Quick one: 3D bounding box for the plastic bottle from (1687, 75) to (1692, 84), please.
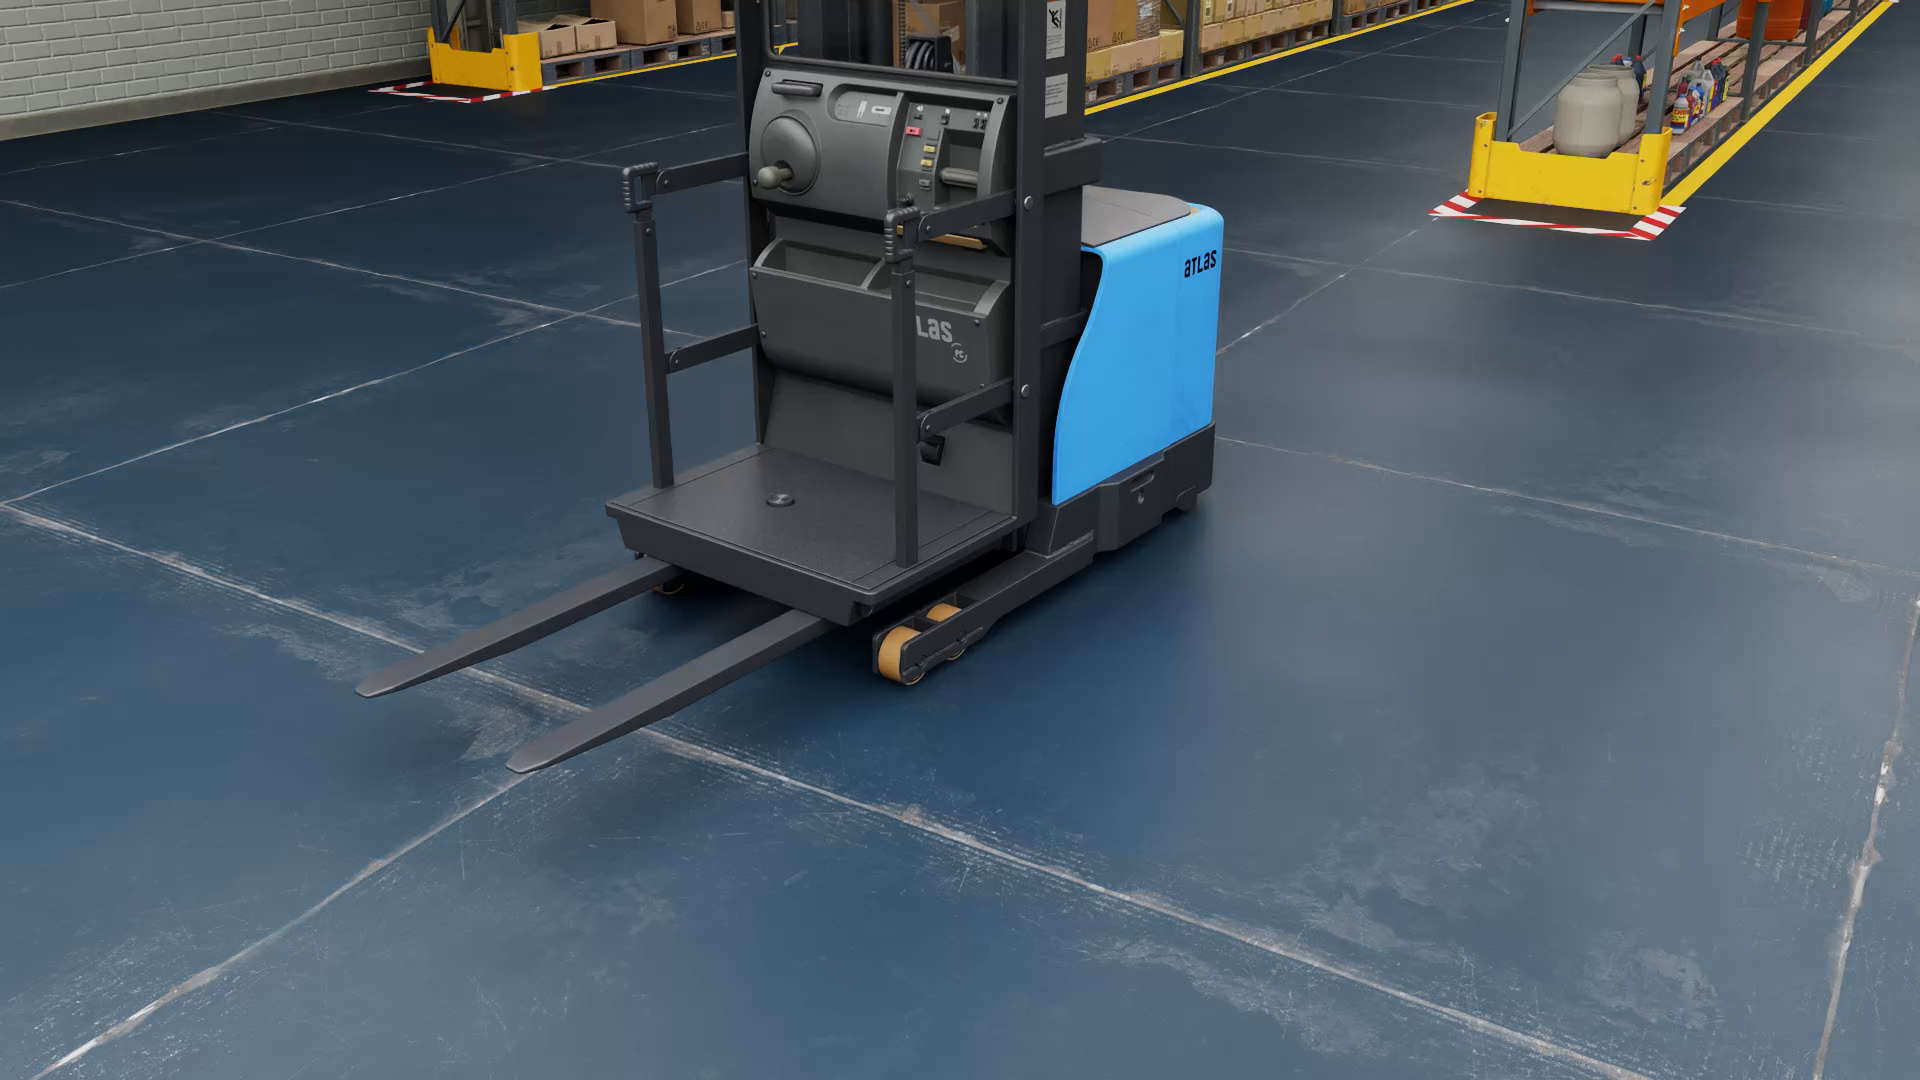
[{"bbox_3d":[5.574,-3.423,12.747,0.061,0.283,0.133,14,27,29],"label":"plastic bottle"}]

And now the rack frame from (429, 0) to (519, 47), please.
[{"bbox_3d":[-4.486,-5.632,14.985,1.000,3.000,0.127,14,27,29],"label":"rack frame"}]

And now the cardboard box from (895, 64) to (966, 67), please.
[{"bbox_3d":[-0.244,-3.769,13.614,0.500,0.250,0.500,14,27,29],"label":"cardboard box"}]

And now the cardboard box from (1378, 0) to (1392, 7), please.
[{"bbox_3d":[4.968,-6.790,20.252,0.500,0.500,0.500,13,27,28],"label":"cardboard box"}]

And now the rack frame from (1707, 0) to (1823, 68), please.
[{"bbox_3d":[8.151,-6.256,16.426,1.000,3.000,0.127,14,27,29],"label":"rack frame"}]

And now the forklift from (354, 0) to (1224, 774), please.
[{"bbox_3d":[-0.380,-1.149,4.714,1.130,2.935,3.031,17,29,34],"label":"forklift"}]

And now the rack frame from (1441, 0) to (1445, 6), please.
[{"bbox_3d":[6.054,-8.646,21.946,1.000,3.000,0.127,14,27,29],"label":"rack frame"}]

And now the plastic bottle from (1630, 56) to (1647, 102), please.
[{"bbox_3d":[5.385,-3.677,13.249,0.144,0.351,0.185,14,27,29],"label":"plastic bottle"}]

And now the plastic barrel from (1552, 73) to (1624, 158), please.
[{"bbox_3d":[4.213,-2.846,11.150,0.421,0.512,0.421,0,23,0],"label":"plastic barrel"}]

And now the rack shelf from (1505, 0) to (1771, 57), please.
[{"bbox_3d":[4.986,-3.901,11.892,1.077,0.370,4.000,14,27,29],"label":"rack shelf"}]

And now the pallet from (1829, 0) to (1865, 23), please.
[{"bbox_3d":[10.616,-6.583,20.691,1.003,0.211,1.213,14,27,29],"label":"pallet"}]

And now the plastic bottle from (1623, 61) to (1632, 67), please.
[{"bbox_3d":[5.353,-3.728,13.460,0.152,0.276,0.135,15,28,31],"label":"plastic bottle"}]

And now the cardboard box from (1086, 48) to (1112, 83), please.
[{"bbox_3d":[0.989,-4.167,14.532,0.500,0.250,0.500,14,27,29],"label":"cardboard box"}]

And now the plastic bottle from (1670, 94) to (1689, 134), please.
[{"bbox_3d":[5.152,-3.053,11.907,0.097,0.271,0.097,0,23,0],"label":"plastic bottle"}]

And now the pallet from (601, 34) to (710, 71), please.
[{"bbox_3d":[-3.343,-5.055,17.162,1.003,0.211,1.213,14,27,29],"label":"pallet"}]

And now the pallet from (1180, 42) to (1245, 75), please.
[{"bbox_3d":[2.190,-4.923,16.856,1.003,0.211,1.213,14,27,29],"label":"pallet"}]

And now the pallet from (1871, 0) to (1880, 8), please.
[{"bbox_3d":[11.903,-7.407,22.593,1.003,0.211,1.213,14,27,29],"label":"pallet"}]

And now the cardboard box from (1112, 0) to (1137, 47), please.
[{"bbox_3d":[1.241,-4.683,14.779,0.500,0.500,0.500,14,27,29],"label":"cardboard box"}]

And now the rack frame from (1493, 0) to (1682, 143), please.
[{"bbox_3d":[3.931,-3.556,10.189,1.000,3.000,0.127,14,27,29],"label":"rack frame"}]

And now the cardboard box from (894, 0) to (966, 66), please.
[{"bbox_3d":[-0.245,-4.114,13.466,0.500,0.500,0.500,14,27,29],"label":"cardboard box"}]

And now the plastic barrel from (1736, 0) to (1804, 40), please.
[{"bbox_3d":[8.394,-5.622,17.164,0.600,0.830,0.708,14,27,29],"label":"plastic barrel"}]

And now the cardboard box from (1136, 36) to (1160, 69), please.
[{"bbox_3d":[1.503,-4.508,15.319,0.500,0.250,0.500,14,27,29],"label":"cardboard box"}]

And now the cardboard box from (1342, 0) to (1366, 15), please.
[{"bbox_3d":[4.427,-6.444,19.453,0.500,0.500,0.500,15,28,31],"label":"cardboard box"}]

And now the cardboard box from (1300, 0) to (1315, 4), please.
[{"bbox_3d":[3.609,-6.079,18.243,0.500,0.311,0.500,13,27,28],"label":"cardboard box"}]

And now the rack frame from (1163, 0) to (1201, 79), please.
[{"bbox_3d":[1.834,-5.946,15.709,1.000,3.000,0.127,14,27,29],"label":"rack frame"}]

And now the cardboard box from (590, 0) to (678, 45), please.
[{"bbox_3d":[-3.314,-5.331,16.882,0.700,0.500,0.500,12,26,26],"label":"cardboard box"}]

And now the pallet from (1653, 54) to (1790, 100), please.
[{"bbox_3d":[7.065,-4.313,15.448,1.003,0.211,1.213,14,27,29],"label":"pallet"}]

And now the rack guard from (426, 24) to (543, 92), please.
[{"bbox_3d":[-4.446,-4.511,15.541,1.175,0.500,0.348,14,27,29],"label":"rack guard"}]

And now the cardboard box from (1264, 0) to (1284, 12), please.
[{"bbox_3d":[3.074,-5.740,17.461,0.500,0.311,0.500,15,27,30],"label":"cardboard box"}]

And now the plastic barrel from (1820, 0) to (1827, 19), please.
[{"bbox_3d":[9.586,-6.417,18.911,0.600,0.901,0.708,14,27,29],"label":"plastic barrel"}]

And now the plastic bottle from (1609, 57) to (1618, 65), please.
[{"bbox_3d":[5.163,-3.643,13.171,0.144,0.351,0.185,13,26,27],"label":"plastic bottle"}]

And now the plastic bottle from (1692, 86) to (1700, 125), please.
[{"bbox_3d":[5.385,-3.202,12.252,0.097,0.271,0.097,0,23,0],"label":"plastic bottle"}]

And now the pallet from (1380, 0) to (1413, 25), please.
[{"bbox_3d":[5.015,-6.670,20.892,1.003,0.211,1.213,14,27,29],"label":"pallet"}]

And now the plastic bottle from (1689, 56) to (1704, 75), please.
[{"bbox_3d":[5.823,-3.645,13.175,0.144,0.351,0.185,14,27,29],"label":"plastic bottle"}]

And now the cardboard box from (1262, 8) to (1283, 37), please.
[{"bbox_3d":[3.068,-5.480,17.565,0.500,0.250,0.500,14,27,30],"label":"cardboard box"}]

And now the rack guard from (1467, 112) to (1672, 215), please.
[{"bbox_3d":[3.931,-2.445,10.768,1.175,0.500,0.348,14,27,29],"label":"rack guard"}]

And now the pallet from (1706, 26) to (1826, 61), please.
[{"bbox_3d":[8.531,-5.252,17.615,1.003,0.211,1.213,14,27,29],"label":"pallet"}]

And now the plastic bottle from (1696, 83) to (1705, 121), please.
[{"bbox_3d":[5.492,-3.271,12.410,0.097,0.271,0.097,0,23,0],"label":"plastic bottle"}]

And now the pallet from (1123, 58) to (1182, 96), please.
[{"bbox_3d":[1.379,-4.406,15.663,1.003,0.211,1.213,14,27,29],"label":"pallet"}]

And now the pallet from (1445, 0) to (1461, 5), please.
[{"bbox_3d":[6.417,-7.598,23.035,1.003,0.211,1.213,14,27,29],"label":"pallet"}]

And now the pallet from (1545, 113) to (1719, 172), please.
[{"bbox_3d":[5.008,-2.995,12.403,1.003,0.211,1.213,14,27,29],"label":"pallet"}]

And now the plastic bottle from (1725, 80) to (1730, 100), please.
[{"bbox_3d":[6.114,-3.636,13.343,0.097,0.201,0.097,0,23,0],"label":"plastic bottle"}]

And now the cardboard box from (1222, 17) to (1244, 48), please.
[{"bbox_3d":[2.528,-5.133,16.764,0.500,0.250,0.500,15,27,30],"label":"cardboard box"}]

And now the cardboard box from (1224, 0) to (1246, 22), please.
[{"bbox_3d":[2.533,-5.389,16.649,0.500,0.311,0.500,14,27,28],"label":"cardboard box"}]

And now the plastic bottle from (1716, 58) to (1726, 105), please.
[{"bbox_3d":[5.946,-3.615,13.105,0.144,0.351,0.185,13,27,28],"label":"plastic bottle"}]

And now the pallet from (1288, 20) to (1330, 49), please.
[{"bbox_3d":[3.477,-5.746,18.758,1.003,0.211,1.213,14,27,29],"label":"pallet"}]

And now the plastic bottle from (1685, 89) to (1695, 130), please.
[{"bbox_3d":[5.287,-3.131,12.072,0.061,0.283,0.133,14,27,30],"label":"plastic bottle"}]

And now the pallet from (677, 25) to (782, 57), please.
[{"bbox_3d":[-2.700,-5.469,18.117,1.003,0.211,1.213,14,27,29],"label":"pallet"}]

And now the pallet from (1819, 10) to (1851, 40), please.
[{"bbox_3d":[9.818,-6.075,19.518,1.003,0.211,1.213,14,27,29],"label":"pallet"}]

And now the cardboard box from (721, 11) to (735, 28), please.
[{"bbox_3d":[-2.633,-5.697,18.148,0.380,0.166,0.250,10,25,22],"label":"cardboard box"}]

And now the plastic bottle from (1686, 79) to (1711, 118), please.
[{"bbox_3d":[5.585,-3.353,12.594,0.152,0.276,0.135,14,27,30],"label":"plastic bottle"}]

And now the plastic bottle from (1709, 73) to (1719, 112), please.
[{"bbox_3d":[5.794,-3.455,12.822,0.061,0.283,0.133,16,28,32],"label":"plastic bottle"}]

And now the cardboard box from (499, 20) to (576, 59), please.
[{"bbox_3d":[-4.045,-4.815,15.928,0.500,0.311,0.500,11,26,23],"label":"cardboard box"}]

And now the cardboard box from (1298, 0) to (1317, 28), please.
[{"bbox_3d":[3.605,-5.823,18.358,0.500,0.250,0.500,14,27,28],"label":"cardboard box"}]
